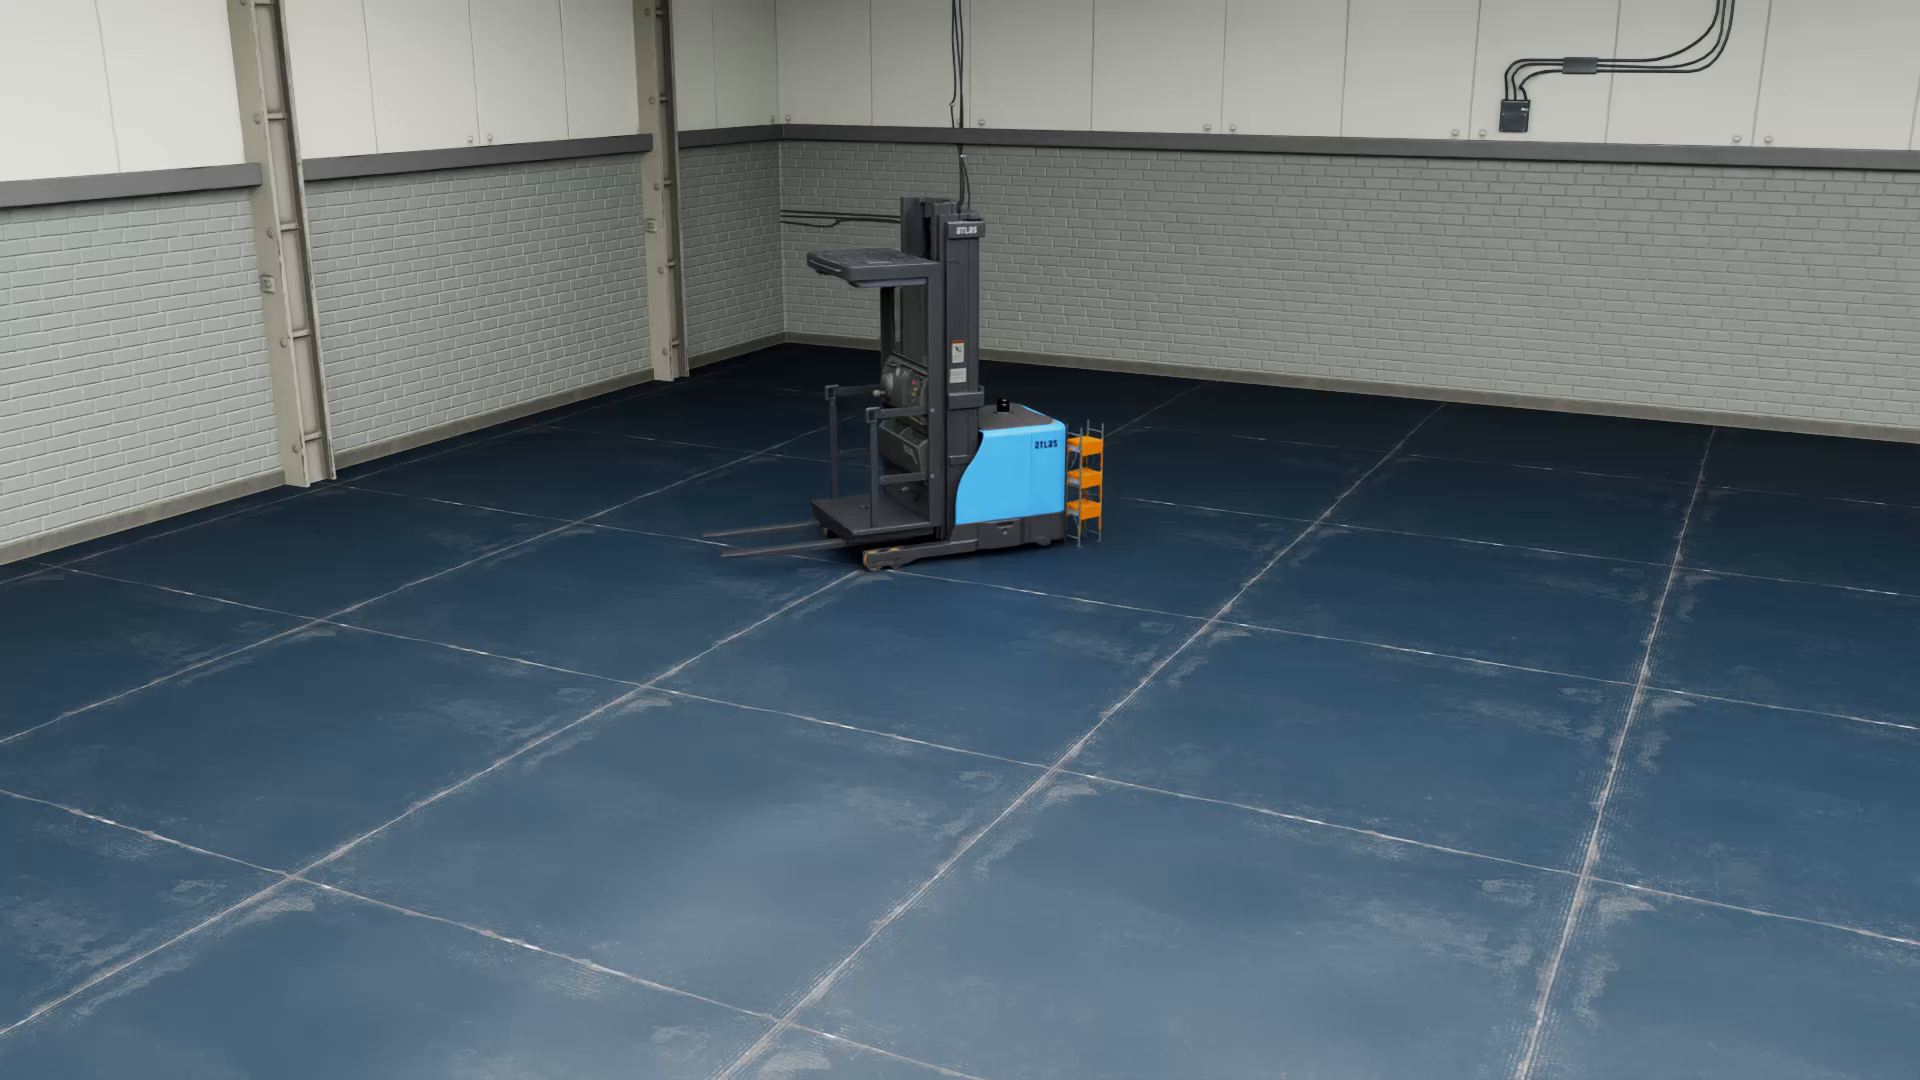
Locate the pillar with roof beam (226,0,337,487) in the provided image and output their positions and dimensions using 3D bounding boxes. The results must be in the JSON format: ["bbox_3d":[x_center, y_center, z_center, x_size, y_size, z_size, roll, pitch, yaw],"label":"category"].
[{"bbox_3d":[-2.591,-4.350,13.366,9.100,9.000,0.400,8,18,25],"label":"pillar with roof beam"}]

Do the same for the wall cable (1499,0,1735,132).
[{"bbox_3d":[7.224,-7.427,17.751,2.305,6.003,0.169,8,18,25],"label":"wall cable"}]

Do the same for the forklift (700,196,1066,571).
[{"bbox_3d":[-0.653,-1.320,13.821,3.031,2.935,1.130,-7,18,-22],"label":"forklift"}]

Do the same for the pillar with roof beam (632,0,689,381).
[{"bbox_3d":[0.090,-5.878,18.511,9.100,9.000,0.400,8,18,25],"label":"pillar with roof beam"}]

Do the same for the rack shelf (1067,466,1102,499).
[{"bbox_3d":[1.064,-0.478,14.327,0.240,0.259,0.215,-12,21,-36],"label":"rack shelf"}]

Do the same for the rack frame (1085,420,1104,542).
[{"bbox_3d":[1.161,-0.509,14.396,0.008,1.050,0.200,-12,21,-36],"label":"rack frame"}]

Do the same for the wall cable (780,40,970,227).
[{"bbox_3d":[-1.262,-5.520,22.757,3.097,2.526,0.112,8,18,25],"label":"wall cable"}]

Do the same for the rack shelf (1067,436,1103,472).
[{"bbox_3d":[1.064,-0.750,14.246,0.240,0.259,0.215,-12,21,-36],"label":"rack shelf"}]

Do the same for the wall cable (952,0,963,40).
[{"bbox_3d":[1.158,-7.597,20.879,3.097,2.526,0.112,8,18,25],"label":"wall cable"}]

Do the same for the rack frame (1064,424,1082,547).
[{"bbox_3d":[0.968,-0.467,14.252,0.008,1.050,0.200,-12,21,-36],"label":"rack frame"}]

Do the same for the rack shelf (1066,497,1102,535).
[{"bbox_3d":[1.064,-0.212,14.405,0.240,0.259,0.215,-12,21,-36],"label":"rack shelf"}]

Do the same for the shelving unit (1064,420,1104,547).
[{"bbox_3d":[1.064,-0.488,14.324,0.252,1.050,0.215,-12,21,-36],"label":"shelving unit"}]
